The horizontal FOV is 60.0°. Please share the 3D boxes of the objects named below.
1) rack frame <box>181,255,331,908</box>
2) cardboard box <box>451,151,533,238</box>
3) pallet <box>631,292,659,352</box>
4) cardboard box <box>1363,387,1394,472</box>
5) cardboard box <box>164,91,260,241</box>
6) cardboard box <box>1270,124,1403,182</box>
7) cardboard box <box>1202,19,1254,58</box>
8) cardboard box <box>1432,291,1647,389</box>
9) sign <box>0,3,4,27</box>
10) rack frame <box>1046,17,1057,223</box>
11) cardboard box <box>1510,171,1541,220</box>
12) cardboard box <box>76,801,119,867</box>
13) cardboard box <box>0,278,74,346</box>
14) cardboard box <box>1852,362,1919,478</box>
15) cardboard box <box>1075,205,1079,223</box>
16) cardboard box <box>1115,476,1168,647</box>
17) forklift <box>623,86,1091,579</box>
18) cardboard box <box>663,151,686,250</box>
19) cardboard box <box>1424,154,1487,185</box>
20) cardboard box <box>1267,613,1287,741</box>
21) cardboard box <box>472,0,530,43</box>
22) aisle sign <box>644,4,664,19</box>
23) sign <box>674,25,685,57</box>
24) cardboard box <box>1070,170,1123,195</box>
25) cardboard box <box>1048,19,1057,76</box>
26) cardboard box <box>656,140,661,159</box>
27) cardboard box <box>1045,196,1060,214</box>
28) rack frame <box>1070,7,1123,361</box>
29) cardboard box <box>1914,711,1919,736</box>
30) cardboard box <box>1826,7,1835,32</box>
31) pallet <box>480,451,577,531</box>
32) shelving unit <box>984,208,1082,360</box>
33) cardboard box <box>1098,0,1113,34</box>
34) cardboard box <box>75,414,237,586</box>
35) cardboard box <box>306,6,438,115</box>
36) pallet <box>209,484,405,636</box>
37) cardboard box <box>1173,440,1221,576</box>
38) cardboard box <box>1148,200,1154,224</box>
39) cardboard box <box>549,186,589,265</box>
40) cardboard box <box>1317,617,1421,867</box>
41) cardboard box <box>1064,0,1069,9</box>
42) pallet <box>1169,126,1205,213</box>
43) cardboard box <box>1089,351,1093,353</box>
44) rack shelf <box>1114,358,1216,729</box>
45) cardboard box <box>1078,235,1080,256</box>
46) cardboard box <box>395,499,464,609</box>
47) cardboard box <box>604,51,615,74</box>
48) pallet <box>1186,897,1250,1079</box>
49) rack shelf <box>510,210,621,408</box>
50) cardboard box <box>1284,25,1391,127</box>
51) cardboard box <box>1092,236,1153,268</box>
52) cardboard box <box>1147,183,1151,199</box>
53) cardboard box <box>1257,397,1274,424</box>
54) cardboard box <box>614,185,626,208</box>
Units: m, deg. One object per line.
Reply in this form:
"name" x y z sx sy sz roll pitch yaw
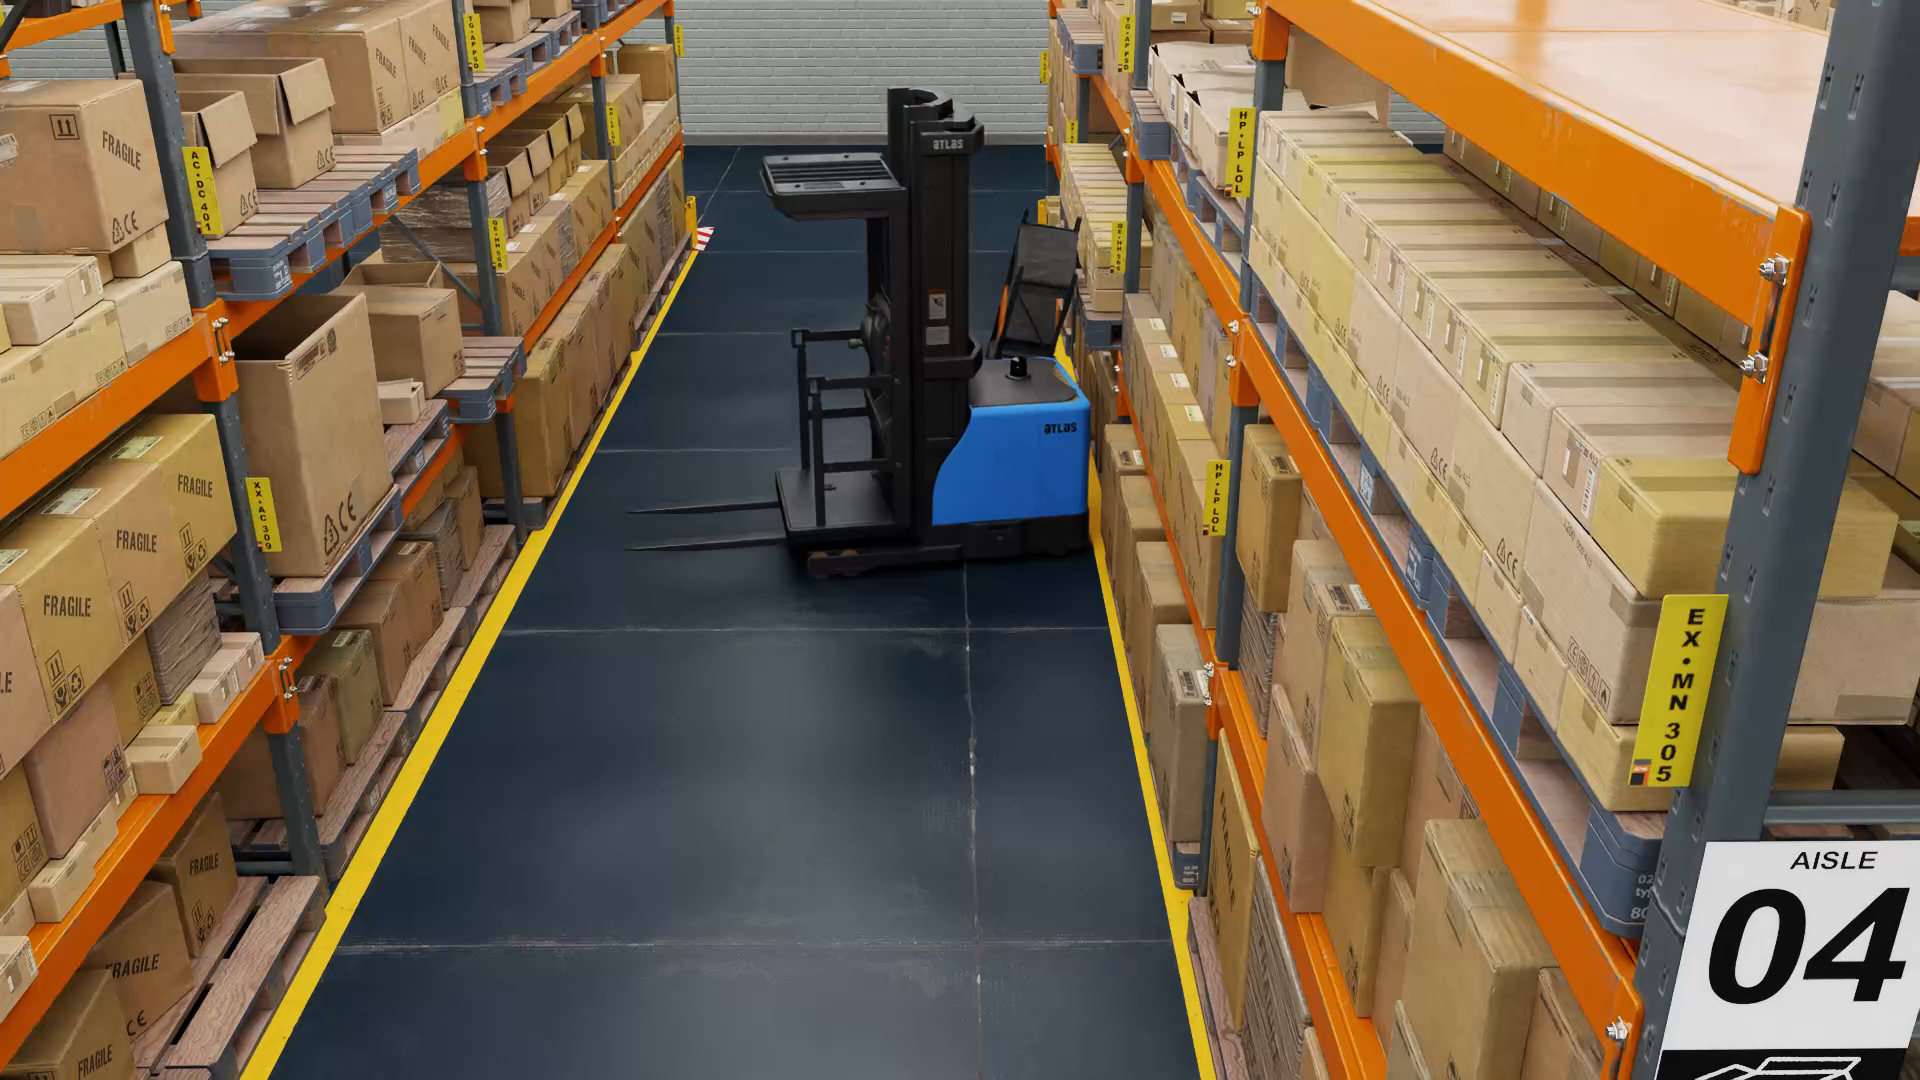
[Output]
"rack frame" -3.386 0.299 6.950 1.000 3.000 0.127 0 24 -1
"cardboard box" -3.426 -2.422 11.627 0.797 0.503 0.637 0 24 1
"pallet" -3.404 -2.041 15.507 1.003 0.211 1.213 0 24 -1
"cardboard box" 1.259 -0.287 4.278 0.380 0.149 0.250 0 24 0
"cardboard box" -3.293 -1.501 6.653 0.797 0.503 0.637 -1 24 -3
"cardboard box" 1.242 -1.278 5.502 0.380 0.149 0.250 0 24 -1
"cardboard box" 1.791 -2.979 10.436 0.500 0.500 0.500 0 24 -1
"cardboard box" 1.265 -0.442 3.653 0.380 0.149 0.250 0 24 0
"sign" -7.876 -4.348 13.573 0.100 0.325 0.005 0 24 -1
"rack frame" 1.443 -4.627 17.840 1.000 3.000 0.127 0 24 -1
"cardboard box" 1.904 -1.075 5.053 0.380 0.149 0.250 0 24 0
"cardboard box" -3.126 1.016 5.669 0.380 0.149 0.250 0 24 -1
"cardboard box" -3.064 -0.722 5.264 0.380 0.149 0.250 -1 24 -2
"cardboard box" 1.928 -0.234 3.194 0.380 0.149 0.250 -1 24 -1
"cardboard box" 1.051 -2.382 12.311 0.380 0.149 0.250 -1 24 -2
"cardboard box" 1.460 0.115 9.576 1.050 0.750 0.750 0 24 0
"forklift" -0.713 -1.322 10.617 3.031 2.935 1.130 -4 25 -9
"cardboard box" -3.430 -3.606 17.652 0.875 0.875 0.875 0 24 -1
"cardboard box" 1.836 -1.151 5.706 0.500 0.250 0.500 -1 24 -1
"cardboard box" 1.619 0.628 6.039 0.875 0.550 0.550 0 24 -1
"cardboard box" -3.474 -3.797 11.729 0.797 0.503 0.637 -1 24 -1
"aisle sign" -3.218 -5.862 17.416 0.394 0.787 0.004 0 24 -1
"sign" -2.975 -5.278 17.588 0.100 0.325 0.005 0 24 -1
"cardboard box" 1.044 -2.733 12.727 0.380 0.149 0.250 0 24 -1
"cardboard box" 1.183 -5.077 17.141 0.500 0.500 0.500 0 24 -1
"cardboard box" -3.168 -3.859 16.447 0.380 0.149 0.250 0 24 0
"cardboard box" 1.109 -3.573 17.738 0.380 0.149 0.250 -1 24 -3
"rack frame" 1.487 -2.979 14.196 1.000 3.000 0.127 0 24 -1
"cardboard box" 1.935 0.334 2.905 0.380 0.149 0.250 0 24 0
"cardboard box" 6.114 -3.457 11.267 0.396 0.266 0.258 -1 24 -2
"pallet" -3.363 -0.404 11.888 1.003 0.211 1.213 0 24 -1
"shelving unit" 0.478 -1.525 12.159 0.431 2.100 0.503 8 61 -4
"cardboard box" 1.373 -3.947 12.061 0.797 0.503 0.637 -1 24 -1
"cardboard box" -3.106 -0.154 6.255 0.500 0.500 0.500 0 24 -1
"cardboard box" -3.158 -2.583 8.953 0.500 0.500 0.500 0 24 -1
"pallet" -3.249 0.070 7.687 1.003 0.211 1.213 0 24 -1
"cardboard box" 1.296 -0.150 7.820 0.500 0.500 0.500 -1 24 -1
"cardboard box" 1.696 -2.580 13.109 0.380 0.149 0.250 -1 24 -3
"cardboard box" -3.184 -2.433 12.868 0.500 0.500 0.500 -1 24 -1
"cardboard box" 1.548 0.577 4.841 0.875 0.550 0.500 0 24 -1
"cardboard box" 1.212 -4.893 14.971 0.500 0.250 0.500 -1 24 -1
"pallet" 1.606 -1.885 8.367 1.003 0.211 1.213 1 24 2
"cardboard box" 1.240 -1.637 12.844 0.500 0.250 0.500 1 24 1
"rack shelf" 1.552 -0.178 8.878 1.077 0.370 4.000 0 24 -1
"cardboard box" 1.057 -2.137 12.130 0.380 0.149 0.250 0 24 1
"cardboard box" -3.384 0.093 9.903 0.700 0.500 0.500 -2 24 -5
"cardboard box" -3.777 -4.650 16.803 0.500 0.500 0.500 -1 24 -2
"pallet" 1.504 1.902 6.788 1.003 0.211 1.213 0 24 -1
"rack shelf" -3.452 -1.846 12.565 1.077 0.370 4.000 0 24 -1
"cardboard box" 1.830 -2.265 8.225 0.500 0.500 0.500 0 24 -1
"cardboard box" 1.067 -1.878 10.836 0.380 0.149 0.250 -1 24 -3
"cardboard box" 1.693 -2.817 13.273 0.380 0.149 0.250 1 24 2
"cardboard box" 1.563 -0.388 7.133 0.700 0.500 0.500 -1 24 -1
"cardboard box" -3.144 -3.007 14.563 0.380 0.149 0.250 0 24 0
